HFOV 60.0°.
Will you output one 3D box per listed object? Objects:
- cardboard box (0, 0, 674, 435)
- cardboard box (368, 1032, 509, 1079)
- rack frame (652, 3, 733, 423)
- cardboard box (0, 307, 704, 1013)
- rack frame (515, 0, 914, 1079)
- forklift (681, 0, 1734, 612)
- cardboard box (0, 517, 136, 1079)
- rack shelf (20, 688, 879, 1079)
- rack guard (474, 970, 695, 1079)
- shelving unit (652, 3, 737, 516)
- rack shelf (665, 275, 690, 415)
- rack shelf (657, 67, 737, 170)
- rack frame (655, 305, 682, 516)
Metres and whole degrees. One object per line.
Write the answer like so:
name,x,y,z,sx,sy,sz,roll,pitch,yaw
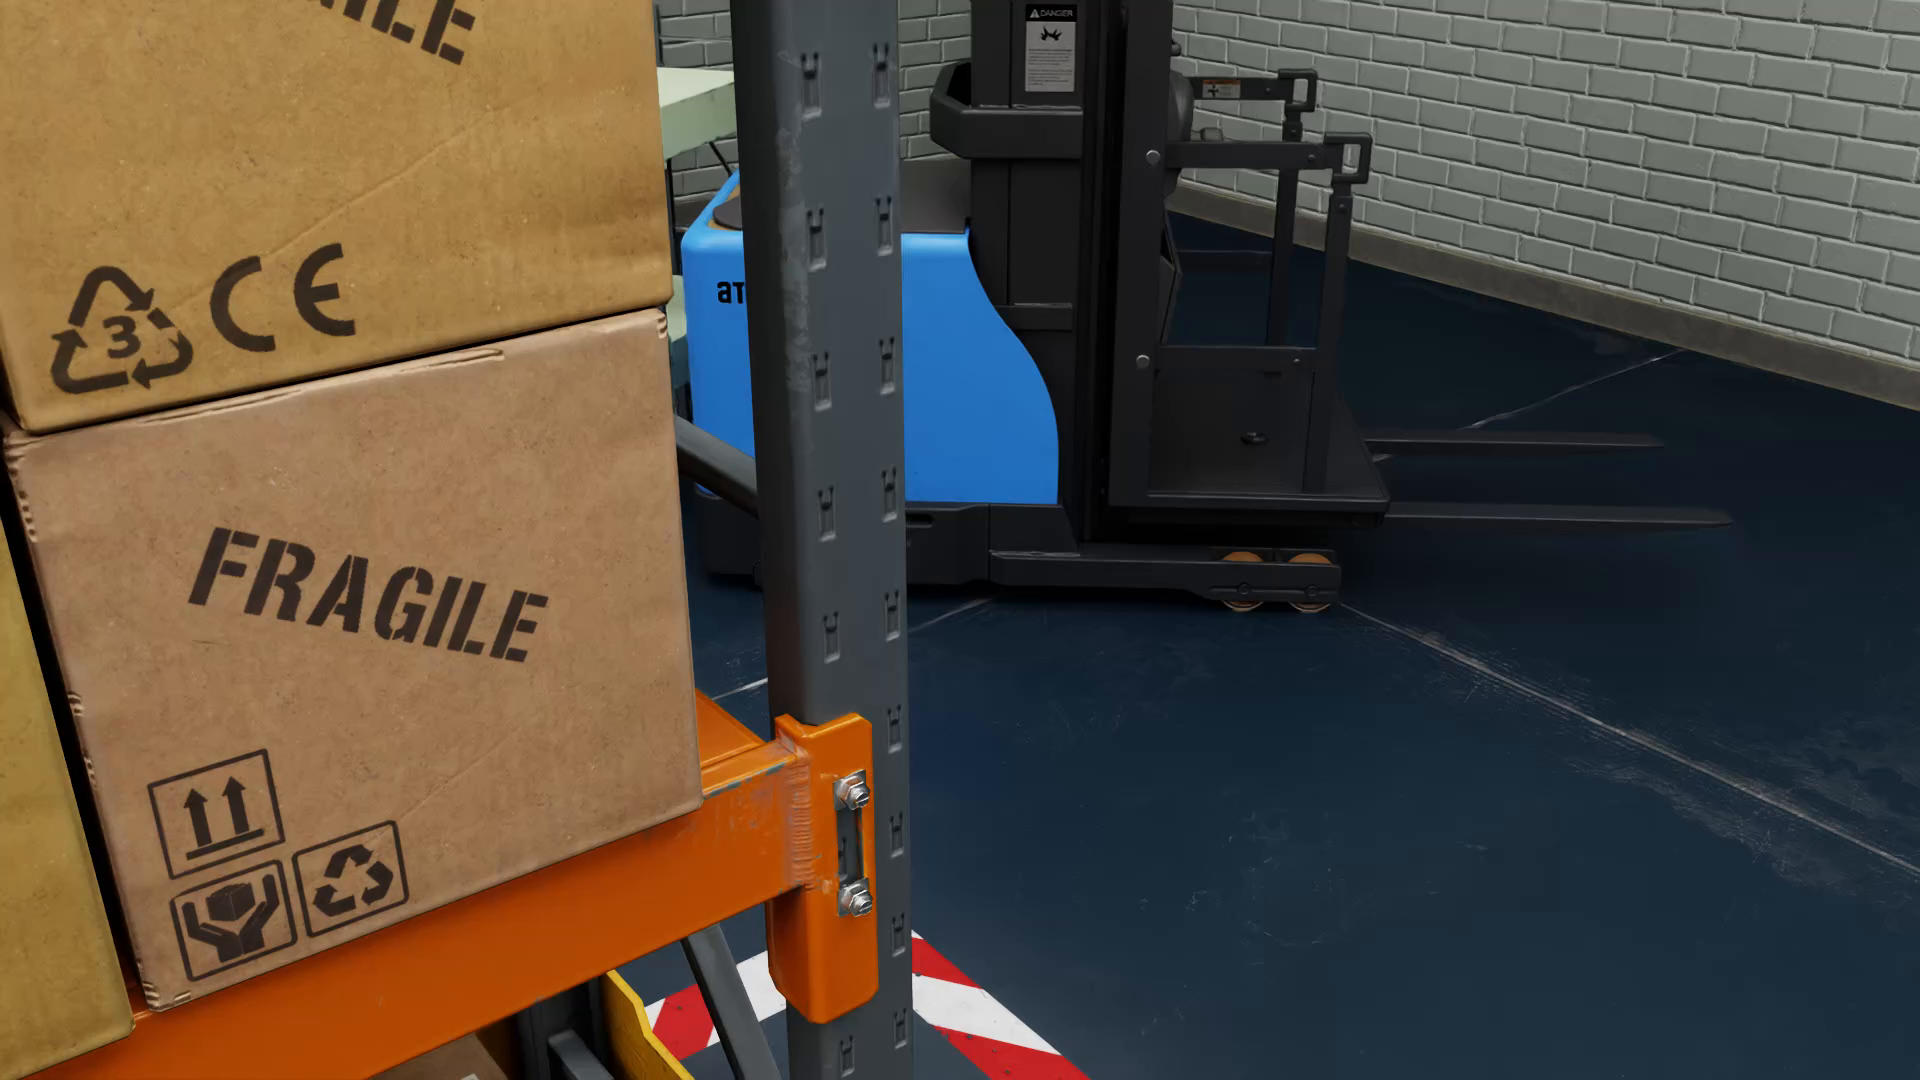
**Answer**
cardboard box,-0.588,-0.442,1.332,0.500,0.500,0.500,-19,31,-34
cardboard box,-0.684,1.008,1.962,0.500,0.500,0.500,-18,31,-34
rack frame,-0.846,-1.074,5.781,0.400,1.500,0.023,9,26,18
cardboard box,-0.592,0.012,1.543,0.500,0.500,0.500,-17,30,-32
rack frame,-0.410,-0.151,2.011,0.053,2.616,0.949,-18,31,-34
forklift,0.757,-1.352,4.682,3.031,2.935,1.130,1,25,3
cardboard box,-0.999,0.148,1.250,0.500,0.500,0.500,-18,30,-34
rack shelf,-1.982,0.696,1.041,4.000,0.370,1.077,-18,31,-34
rack guard,-0.468,1.004,2.493,0.348,0.500,1.175,-18,31,-34
shelving unit,-0.972,-0.930,5.470,0.431,1.500,0.755,9,26,18
rack shelf,-0.971,-0.634,5.607,0.431,0.370,0.720,9,26,18
rack shelf,-0.974,-1.284,5.306,0.431,0.370,0.720,9,26,18
rack frame,-1.099,-0.785,5.158,0.400,1.500,0.023,9,26,18
